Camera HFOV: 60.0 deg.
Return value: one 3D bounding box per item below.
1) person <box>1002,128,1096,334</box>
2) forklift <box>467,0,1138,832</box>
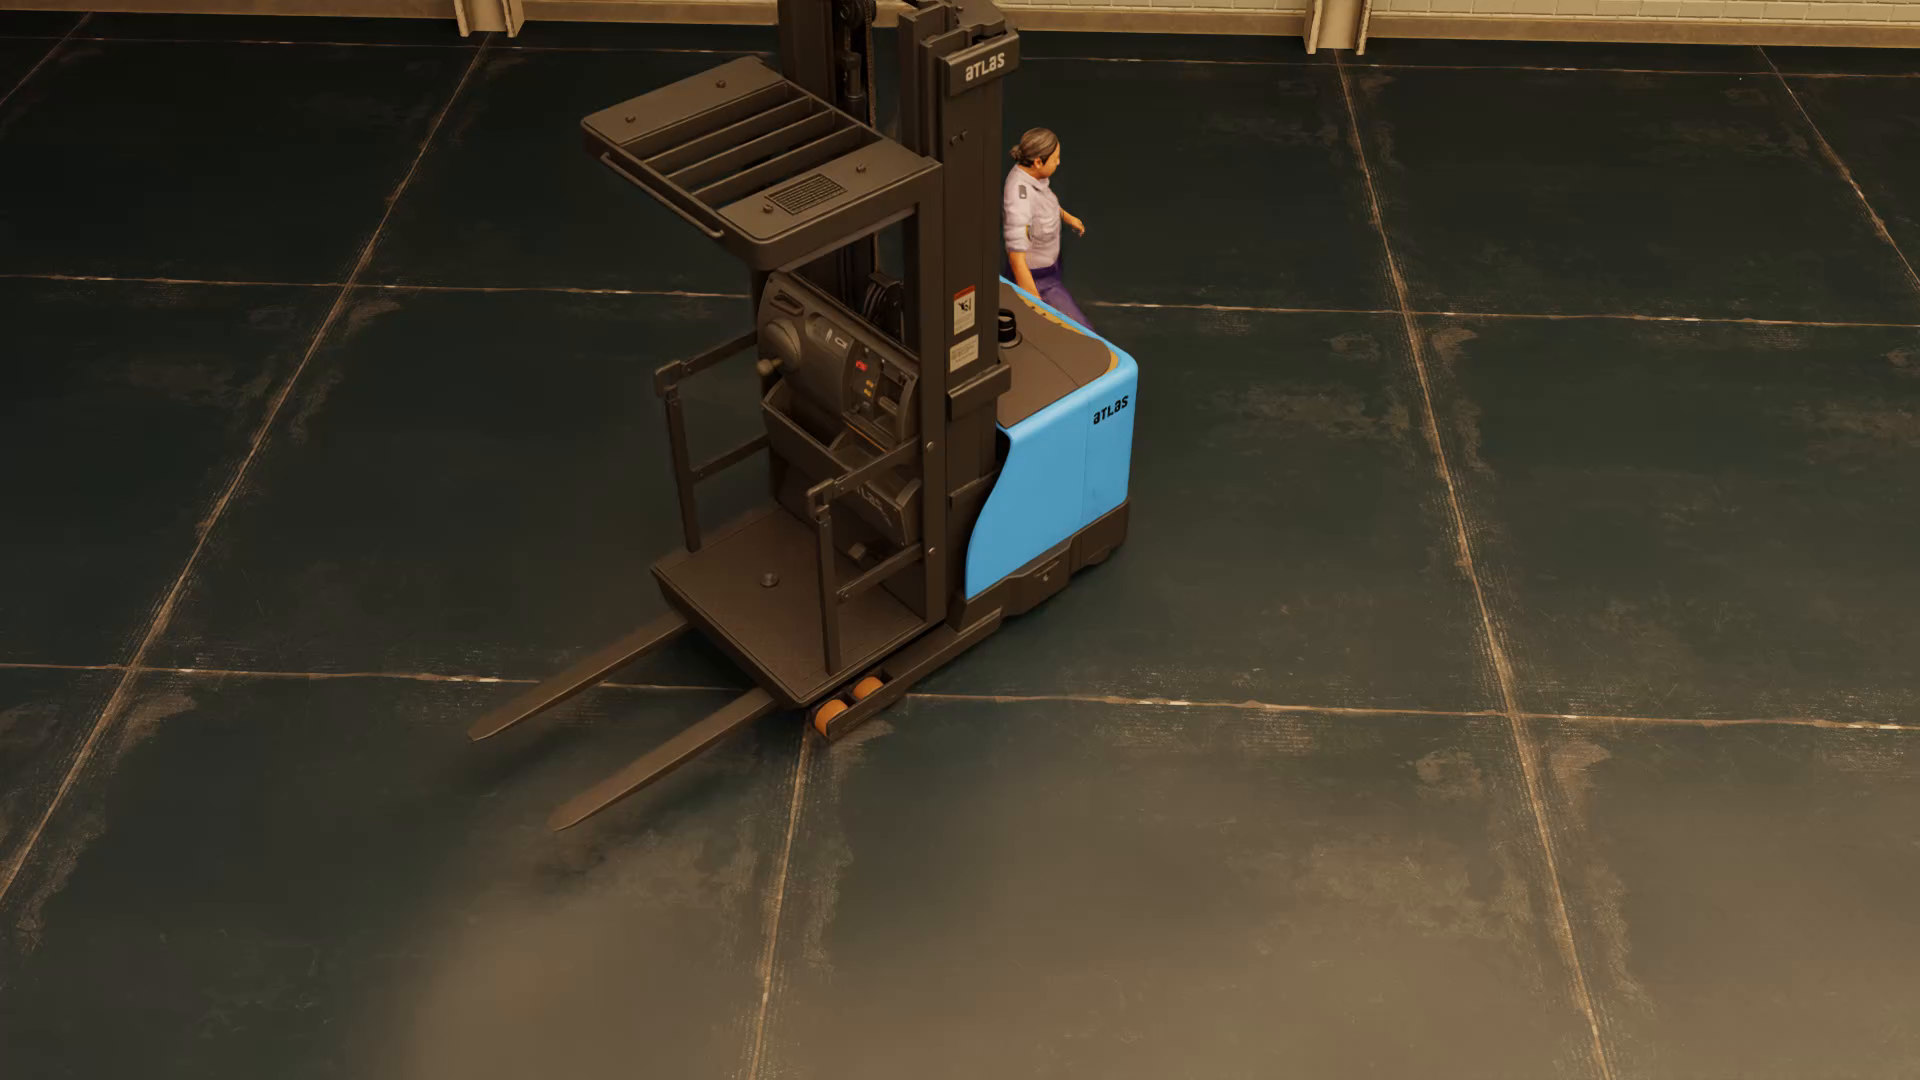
[{"bbox_3d":[0.386,-1.345,8.291,0.659,1.541,0.890,3,42,4],"label":"person"},{"bbox_3d":[-0.648,-0.647,6.451,3.031,2.935,1.130,-31,51,-29],"label":"forklift"}]
